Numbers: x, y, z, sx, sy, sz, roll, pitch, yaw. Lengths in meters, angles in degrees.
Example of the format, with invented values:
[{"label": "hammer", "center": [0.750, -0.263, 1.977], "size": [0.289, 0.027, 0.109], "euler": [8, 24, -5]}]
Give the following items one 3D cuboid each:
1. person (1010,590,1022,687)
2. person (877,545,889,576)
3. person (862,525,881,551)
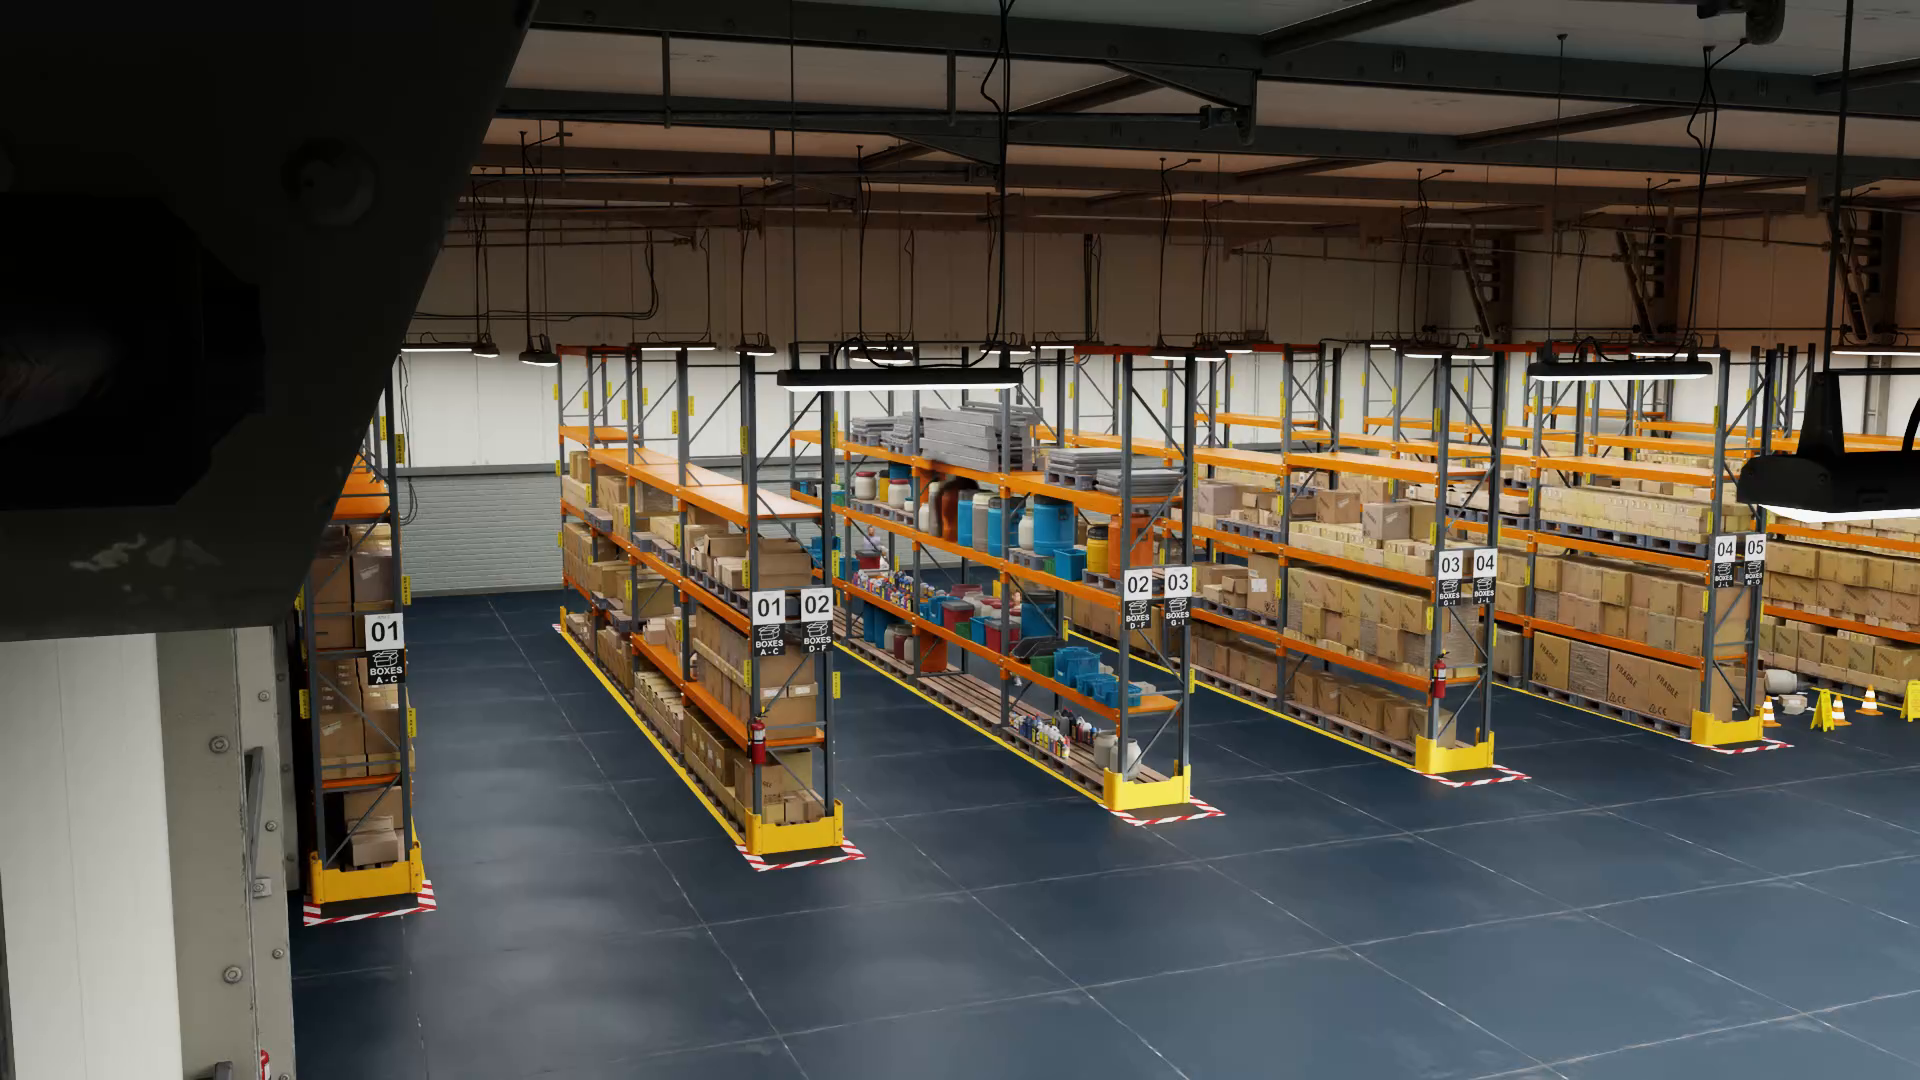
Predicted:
[{"label": "person", "center": [1.020, 1.738, 29.916], "size": [0.483, 1.626, 0.972], "euler": [-3, 8, -21]}, {"label": "person", "center": [-1.646, 0.943, 36.052], "size": [0.544, 1.680, 0.520], "euler": [0, 7, 2]}, {"label": "person", "center": [-2.115, 0.453, 39.842], "size": [0.475, 1.634, 0.579], "euler": [6, 10, 41]}]
